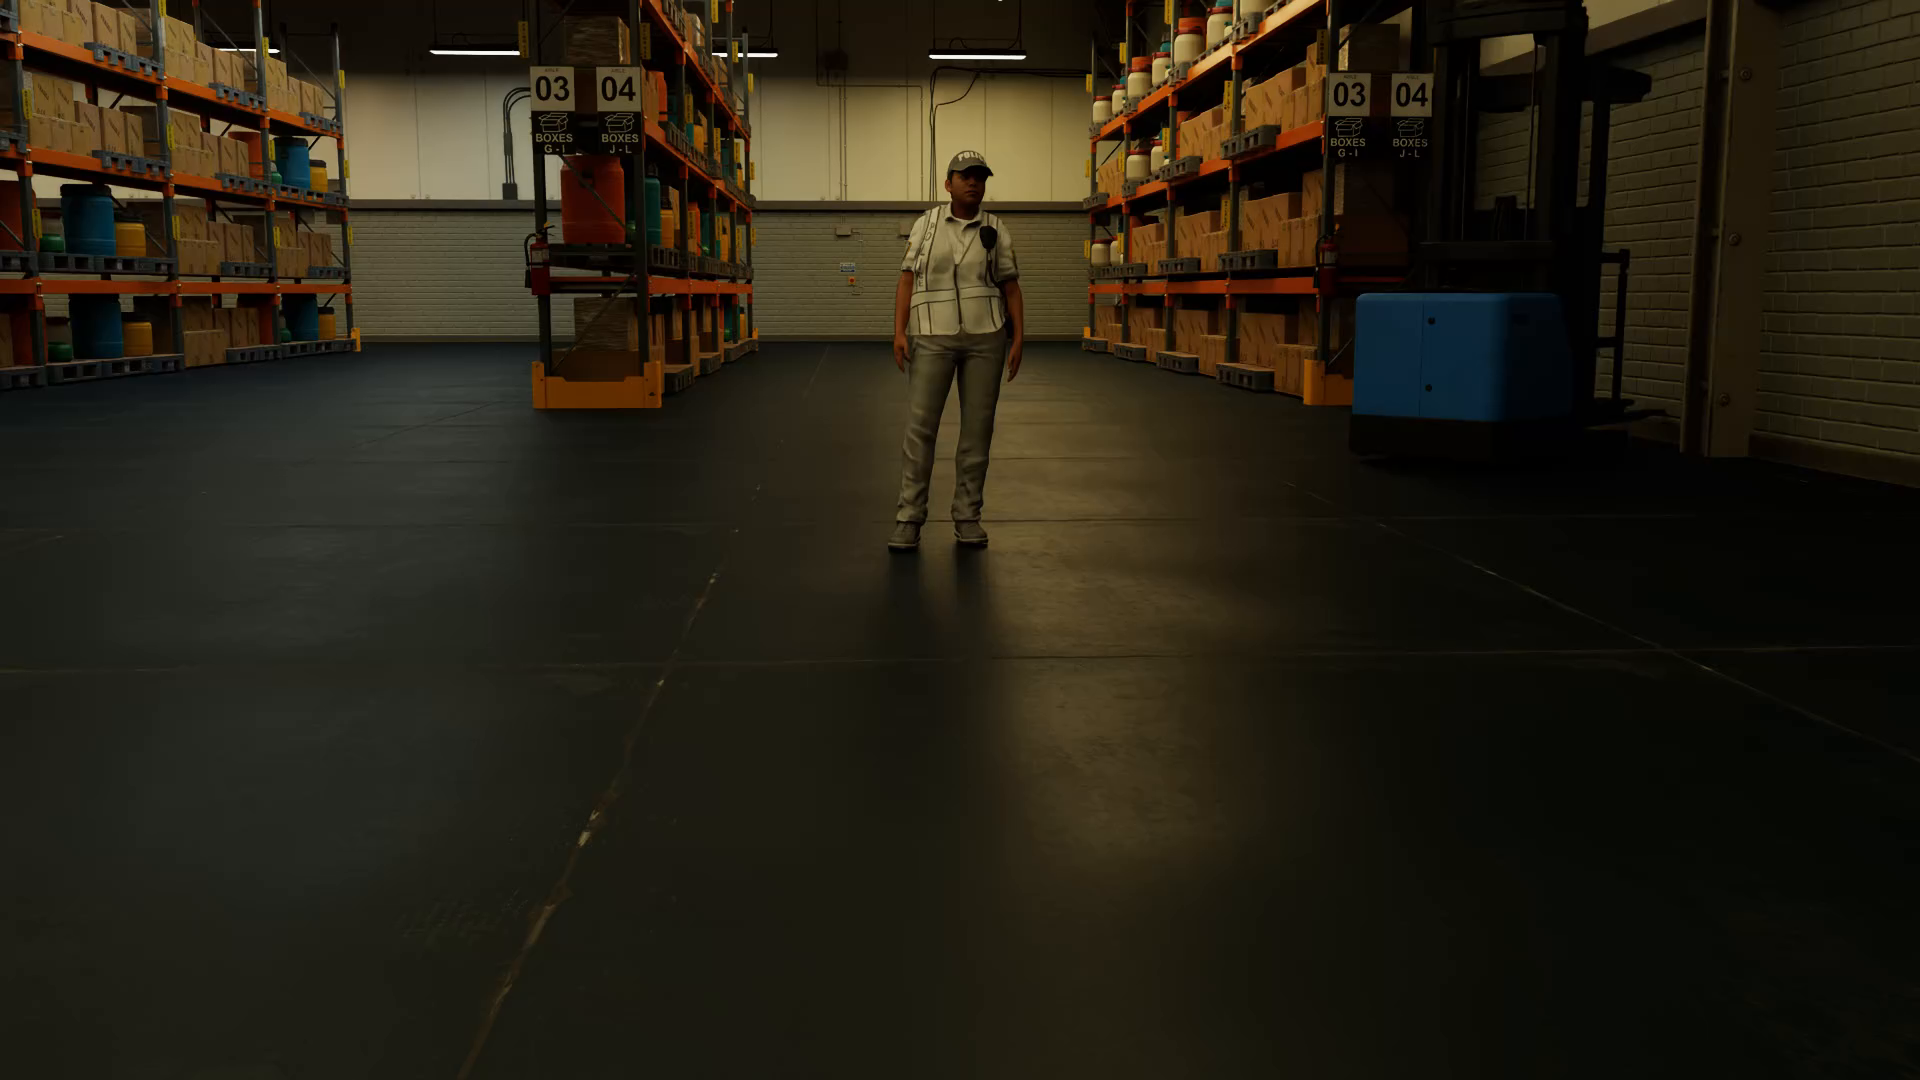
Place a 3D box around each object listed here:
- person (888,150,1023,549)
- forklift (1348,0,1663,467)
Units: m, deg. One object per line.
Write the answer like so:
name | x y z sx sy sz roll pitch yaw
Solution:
person | -0.018 -0.820 7.109 0.598 1.670 0.527 -1 8 -4
forklift | 3.874 -2.056 11.178 1.130 2.935 3.031 8 12 43
